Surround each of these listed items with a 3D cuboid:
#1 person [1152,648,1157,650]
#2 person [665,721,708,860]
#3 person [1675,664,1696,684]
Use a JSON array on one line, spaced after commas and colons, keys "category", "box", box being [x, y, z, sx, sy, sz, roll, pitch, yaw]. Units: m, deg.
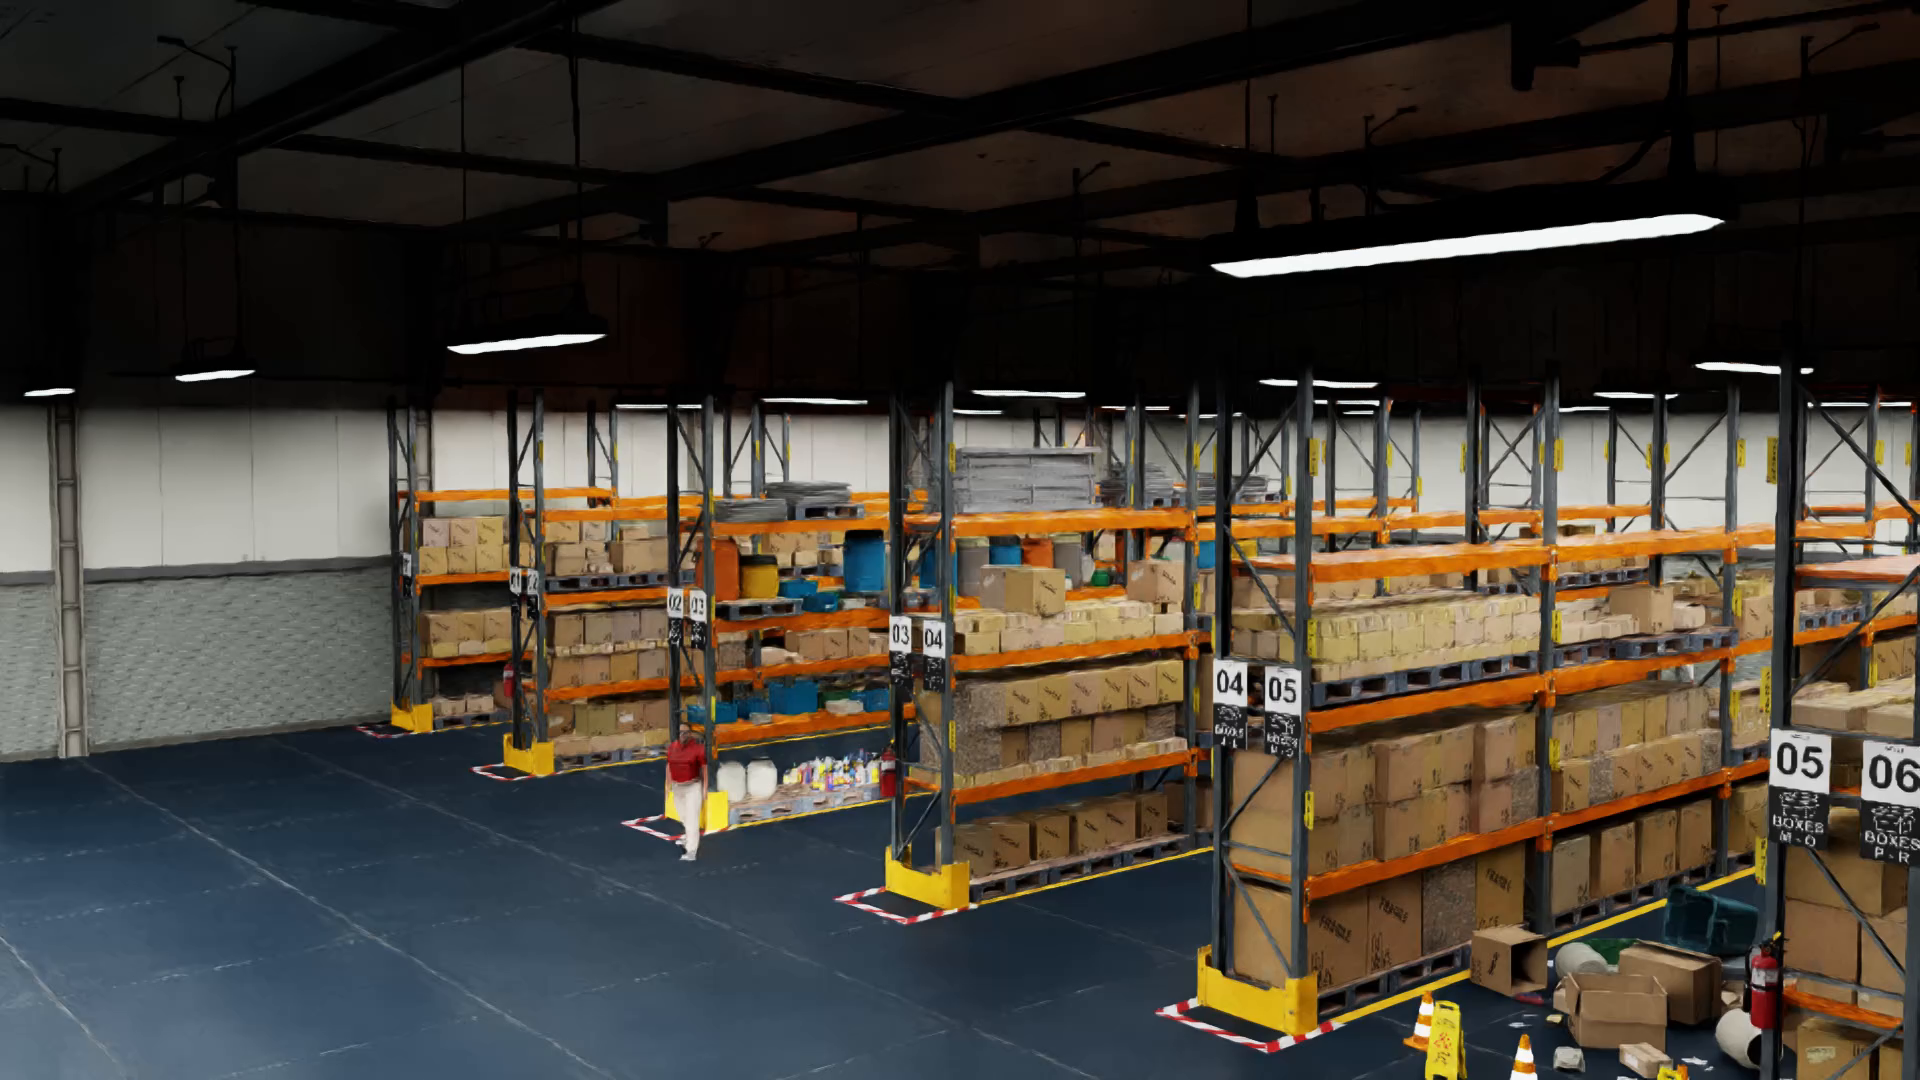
[{"category": "person", "box": [5.101, 1.890, 40.853, 0.720, 1.761, 0.463, -1, 3, -12]}, {"category": "person", "box": [-3.428, 3.099, 20.800, 0.616, 1.691, 0.953, 1, 4, 23]}, {"category": "person", "box": [13.234, 2.616, 30.149, 0.502, 1.589, 0.473, 0, 3, -2]}]
